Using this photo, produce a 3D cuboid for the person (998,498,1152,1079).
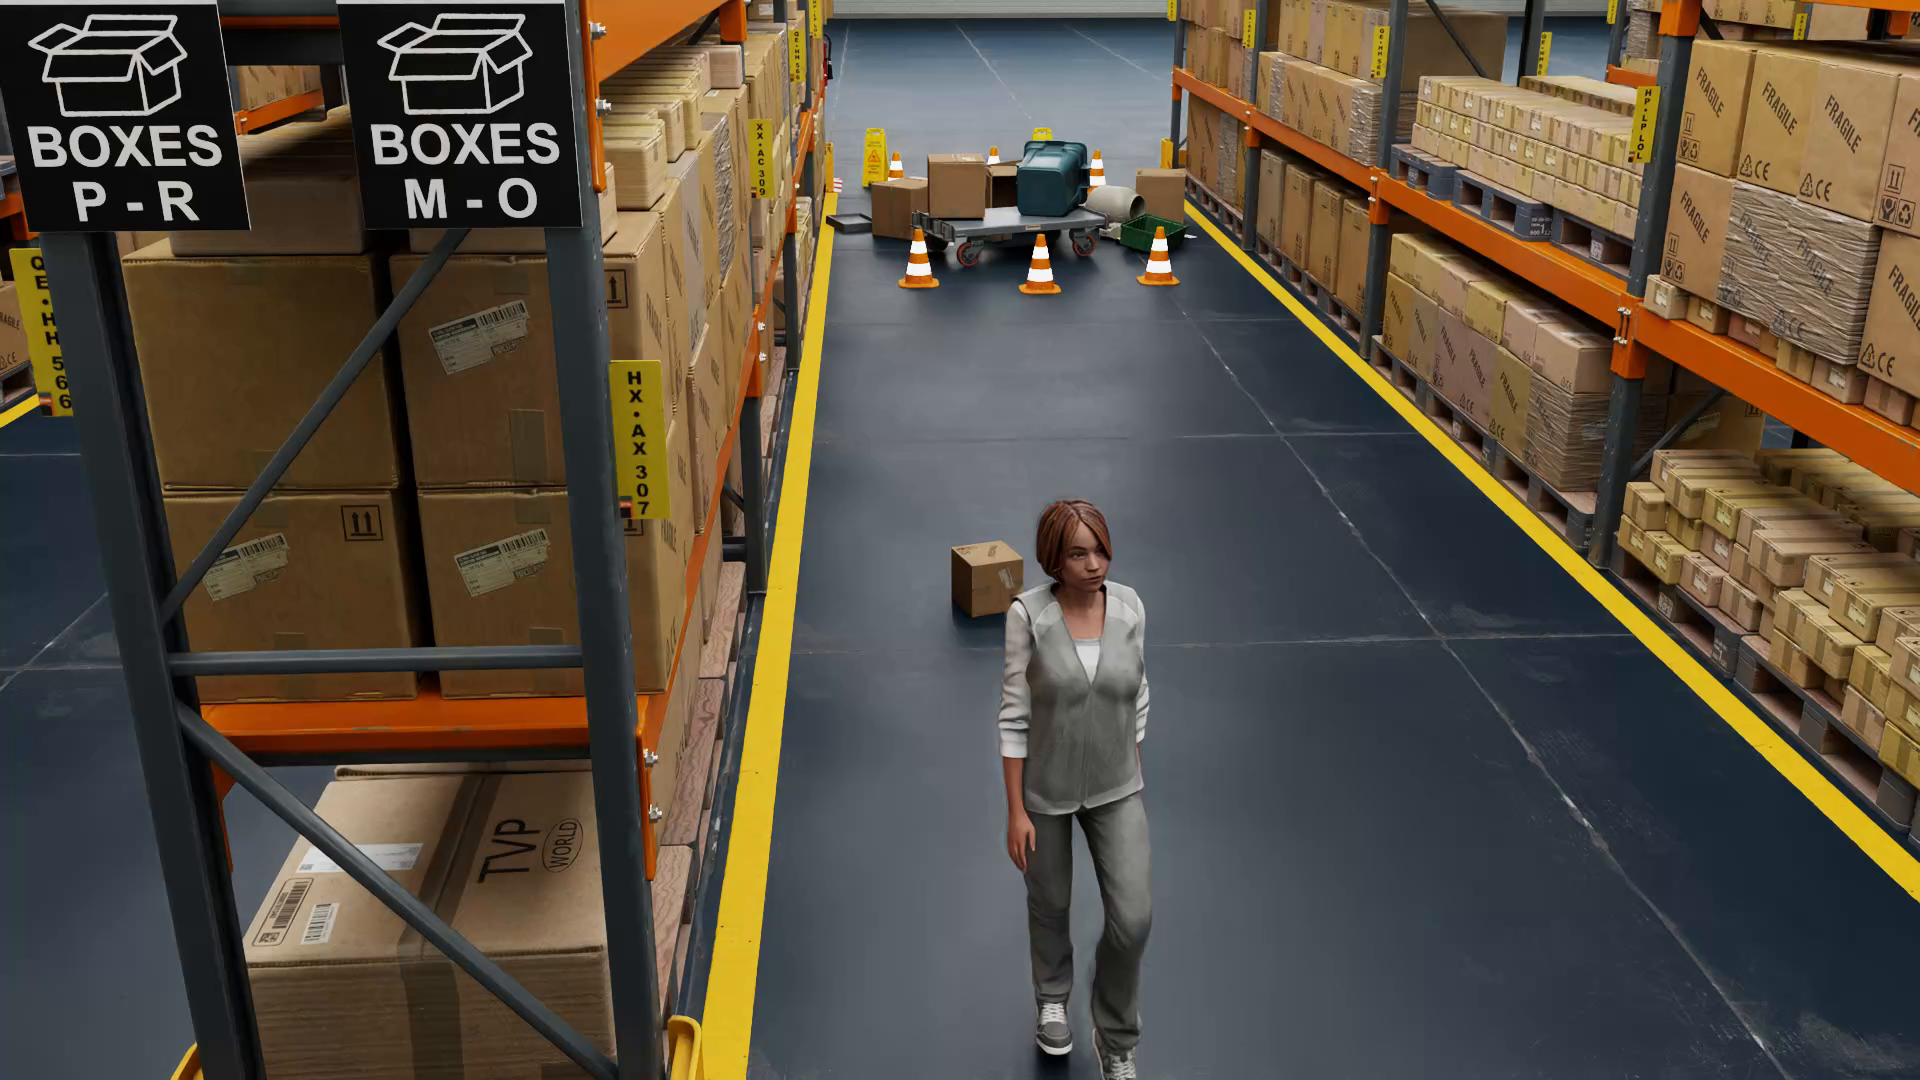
[{"bbox_3d":[0.298,0.692,4.295,0.415,1.626,0.485,-2,21,-6],"label":"person"}]
